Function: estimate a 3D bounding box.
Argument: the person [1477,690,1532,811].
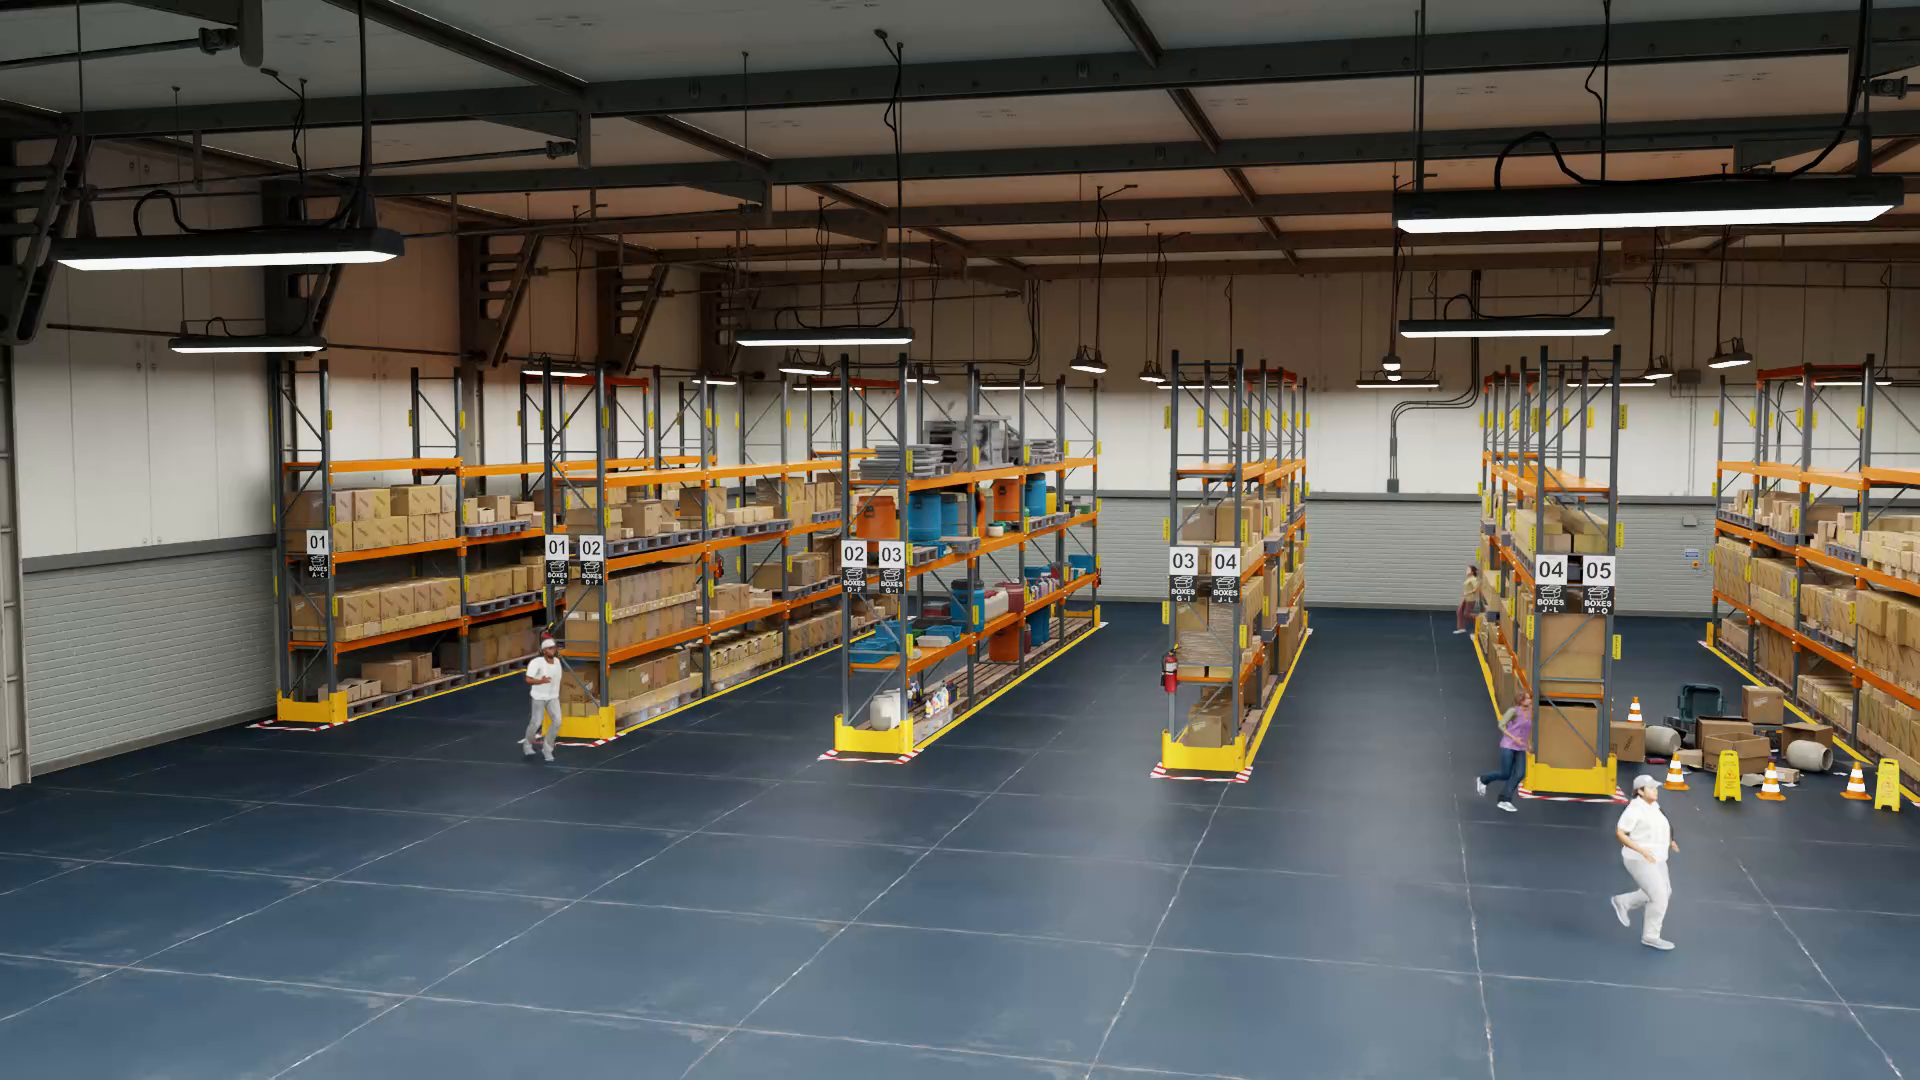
[{"bbox_3d":[7.151,2.697,21.613,0.593,1.523,0.683,-2,5,-28],"label":"person"}]

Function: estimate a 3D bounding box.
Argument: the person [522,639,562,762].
[{"bbox_3d":[-6.112,2.373,24.576,0.695,1.820,0.732,-4,6,-44],"label":"person"}]

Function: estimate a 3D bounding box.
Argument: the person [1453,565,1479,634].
[{"bbox_3d":[11.941,1.408,38.879,0.735,1.651,0.613,0,4,6],"label":"person"}]

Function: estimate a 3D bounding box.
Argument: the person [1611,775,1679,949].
[{"bbox_3d":[6.526,3.047,15.920,0.613,1.620,0.688,-4,5,-41],"label":"person"}]
